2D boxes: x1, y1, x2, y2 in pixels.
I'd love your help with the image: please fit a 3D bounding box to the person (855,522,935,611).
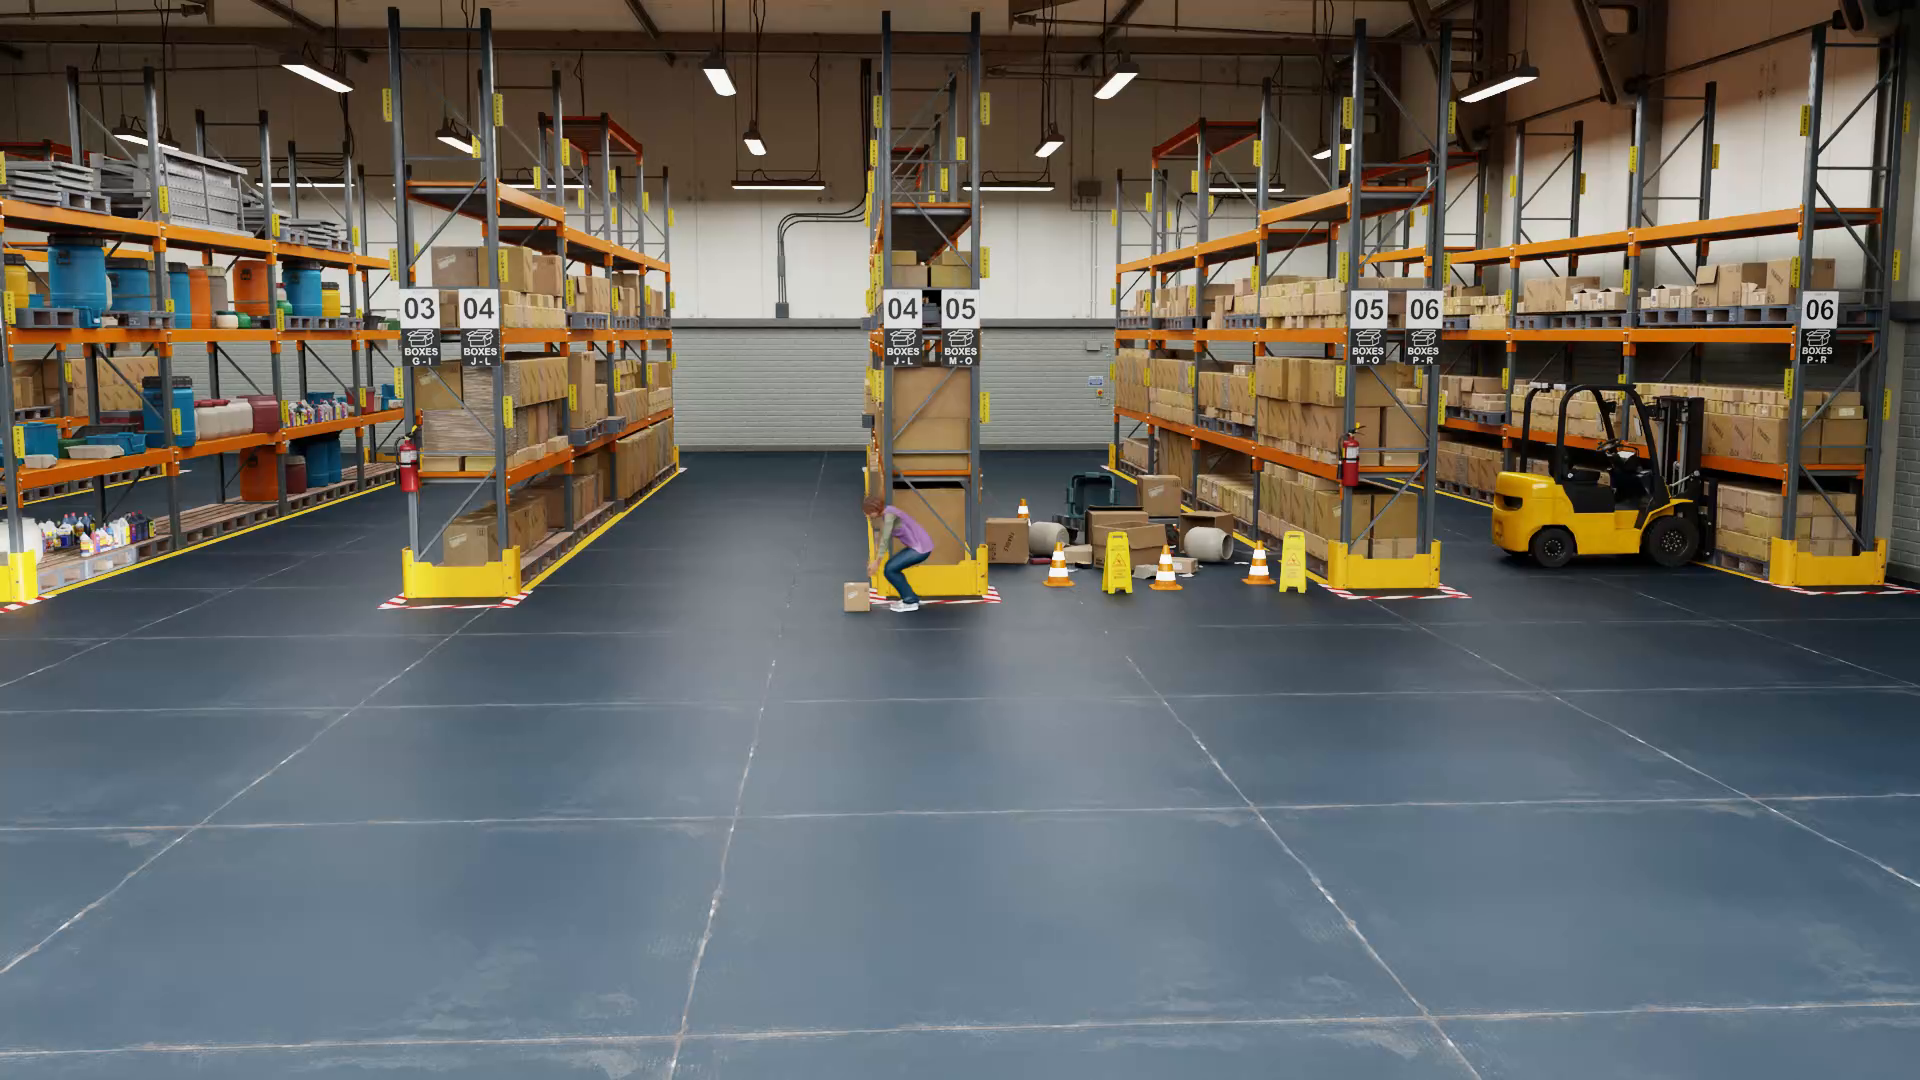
[{"bbox_3d":[-0.652,0.265,16.594,0.804,0.878,0.441,0,7,1],"label":"person"}]
